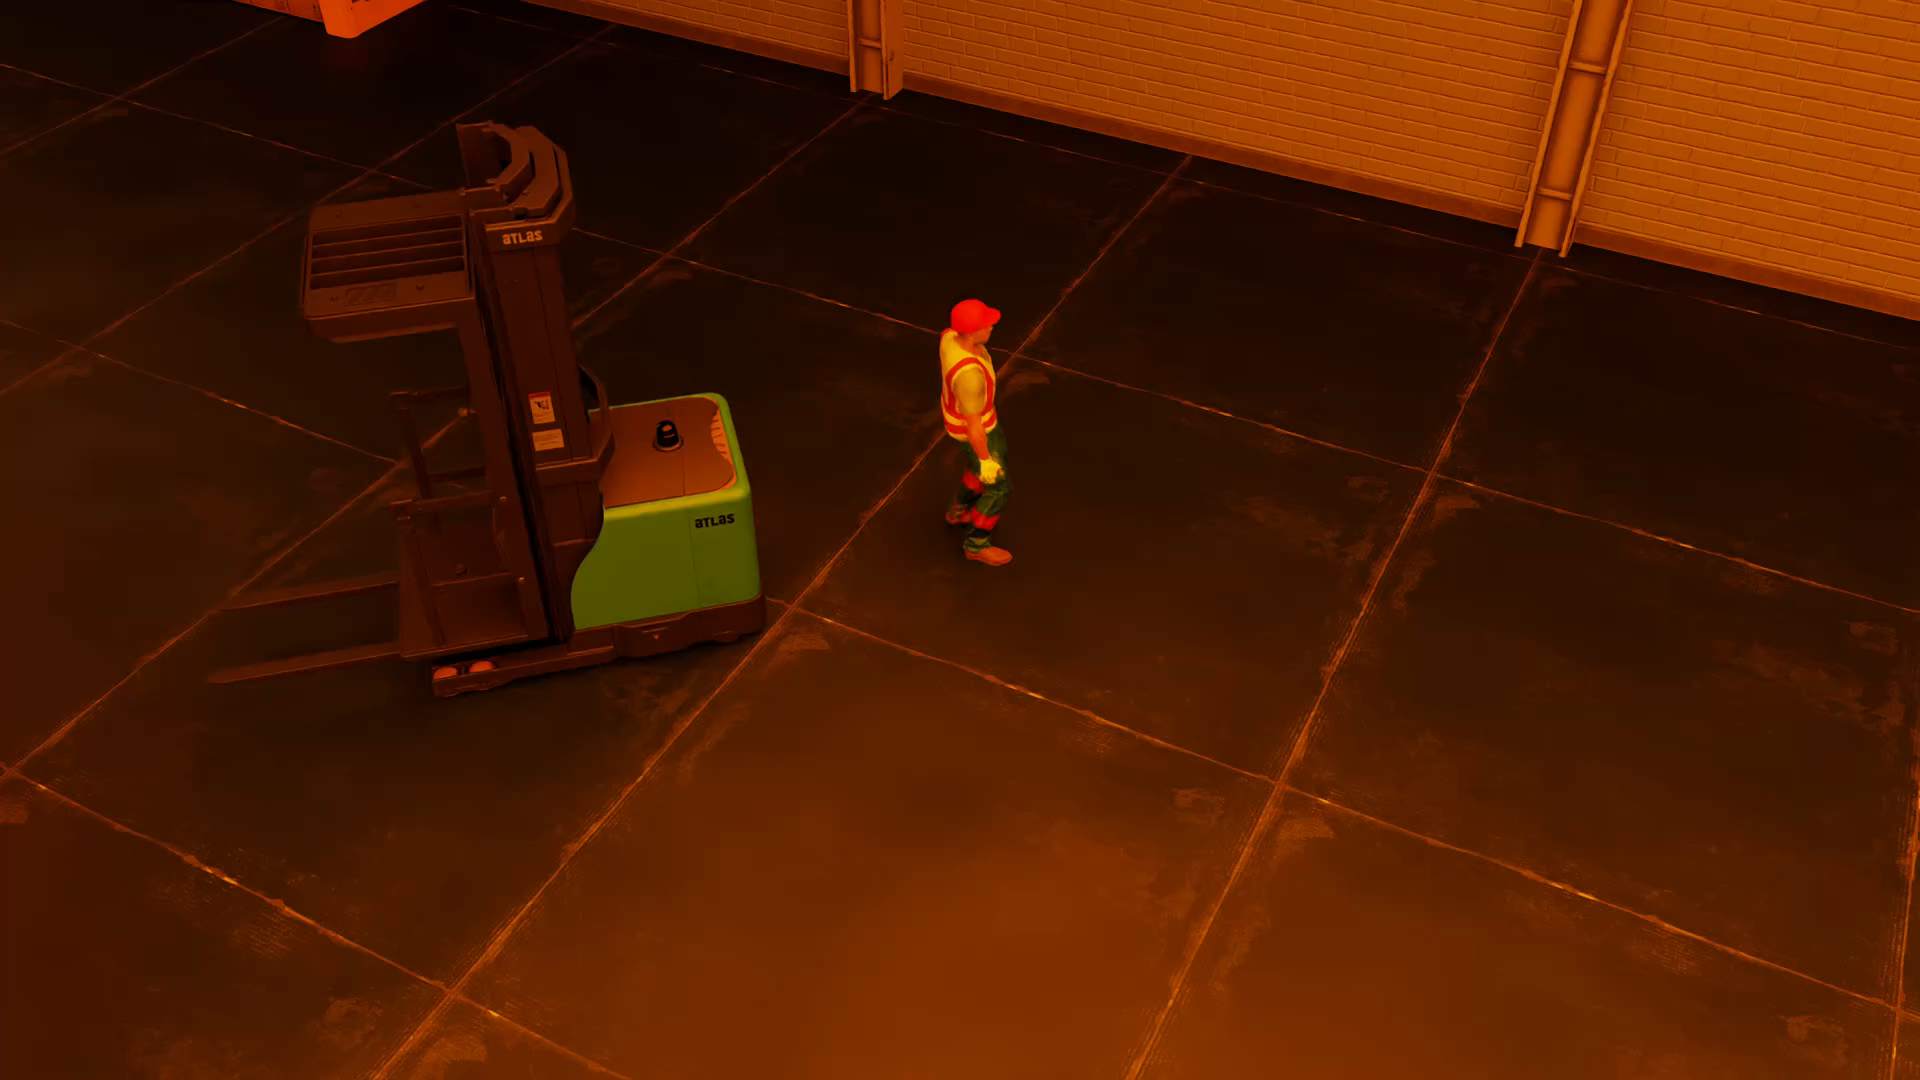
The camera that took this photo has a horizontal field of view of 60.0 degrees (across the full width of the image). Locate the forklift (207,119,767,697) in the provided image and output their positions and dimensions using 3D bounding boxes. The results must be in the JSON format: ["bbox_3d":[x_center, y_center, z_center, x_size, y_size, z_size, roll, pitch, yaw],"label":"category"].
[{"bbox_3d":[-2.692,-0.629,8.734,3.031,2.935,1.130,-10,41,-11],"label":"forklift"}]

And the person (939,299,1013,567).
[{"bbox_3d":[0.112,-0.670,9.728,0.430,1.730,0.783,-6,40,-7],"label":"person"}]
